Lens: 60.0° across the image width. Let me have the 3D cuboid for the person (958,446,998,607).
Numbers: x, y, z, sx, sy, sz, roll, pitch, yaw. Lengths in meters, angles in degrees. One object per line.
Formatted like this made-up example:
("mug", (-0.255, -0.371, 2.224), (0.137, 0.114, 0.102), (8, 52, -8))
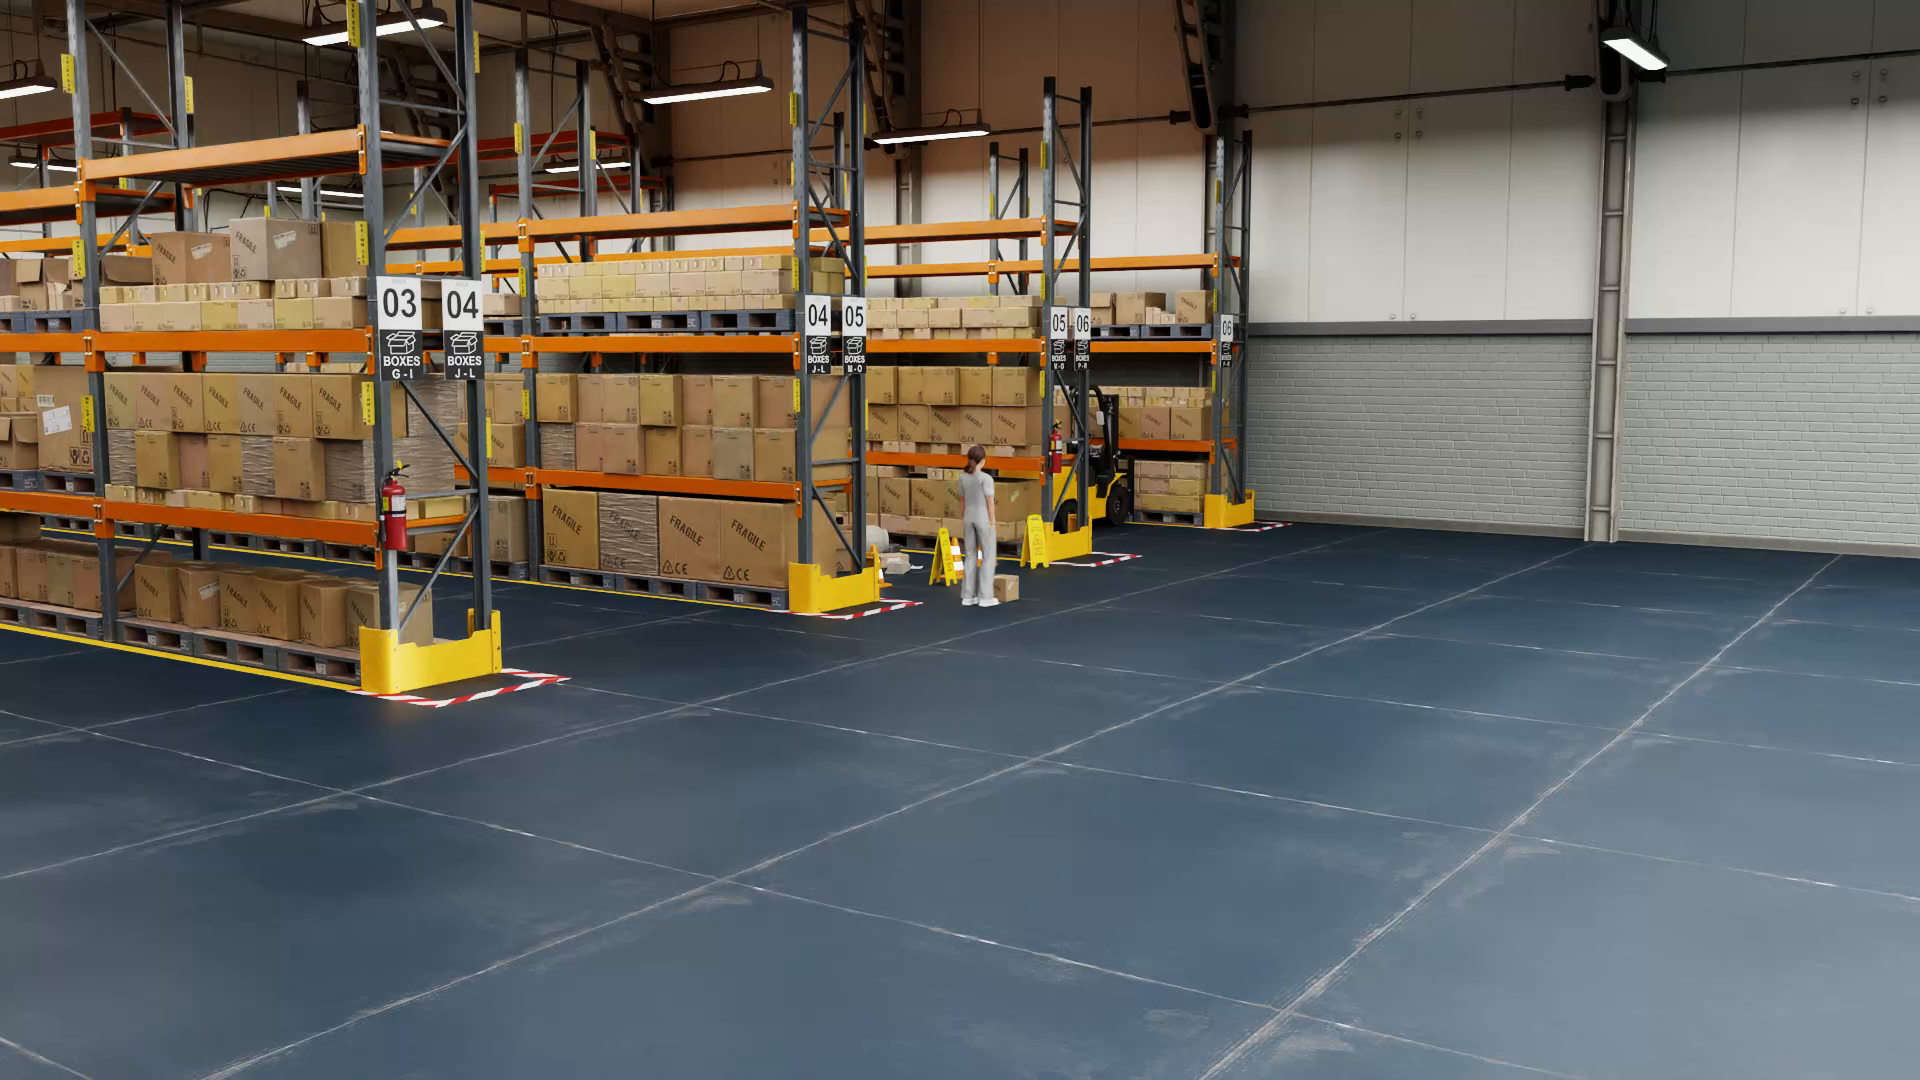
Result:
("person", (0.177, -0.148, 17.318), (0.438, 1.670, 0.365), (4, 8, 35))
